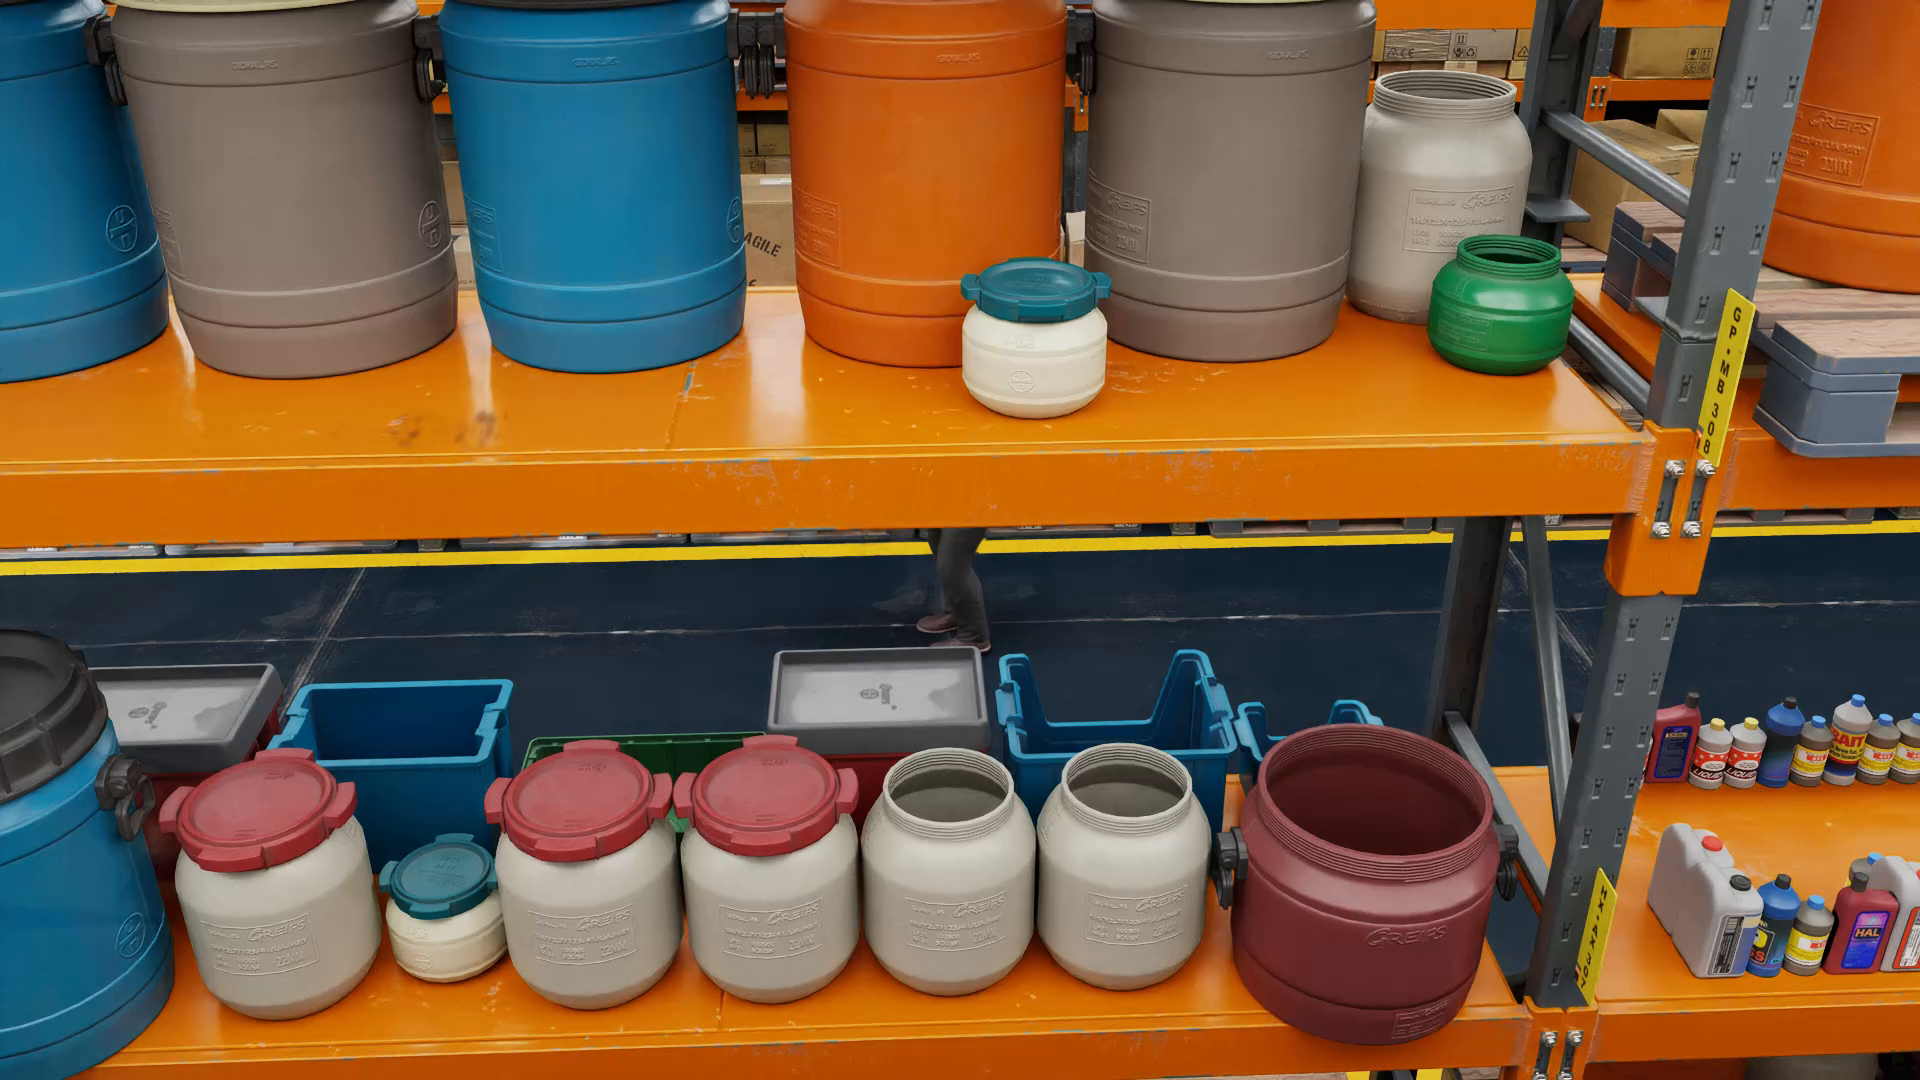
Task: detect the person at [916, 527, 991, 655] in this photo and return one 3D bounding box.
[{"bbox_3d":[-0.086,-0.219,7.616,0.561,1.599,0.408,-2,28,-3],"label":"person"}]
